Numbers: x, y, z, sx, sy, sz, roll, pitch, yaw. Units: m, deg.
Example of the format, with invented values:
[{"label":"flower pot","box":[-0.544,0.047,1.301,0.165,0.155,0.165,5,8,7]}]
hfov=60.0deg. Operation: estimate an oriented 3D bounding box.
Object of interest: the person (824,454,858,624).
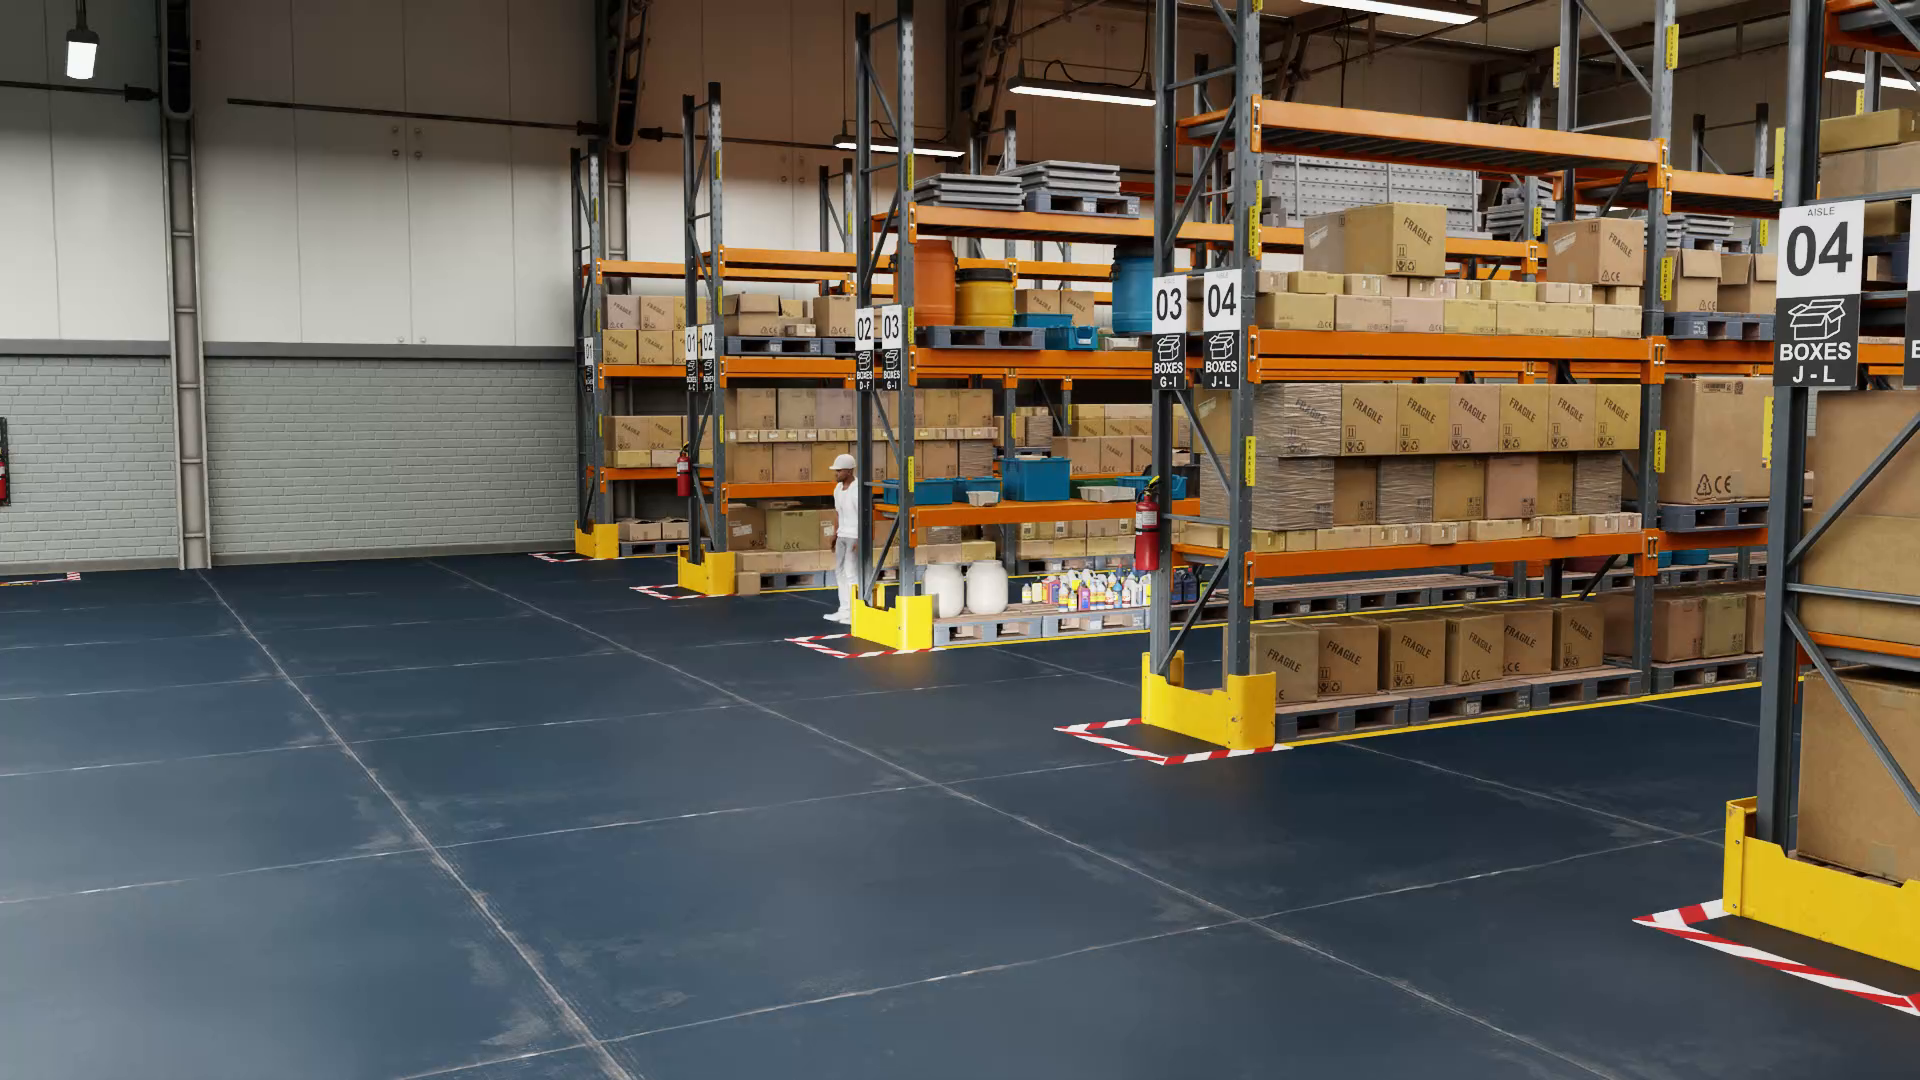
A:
[{"label":"person","box":[-1.156,-0.015,17.324,0.454,1.761,0.636,-3,6,-32]}]
